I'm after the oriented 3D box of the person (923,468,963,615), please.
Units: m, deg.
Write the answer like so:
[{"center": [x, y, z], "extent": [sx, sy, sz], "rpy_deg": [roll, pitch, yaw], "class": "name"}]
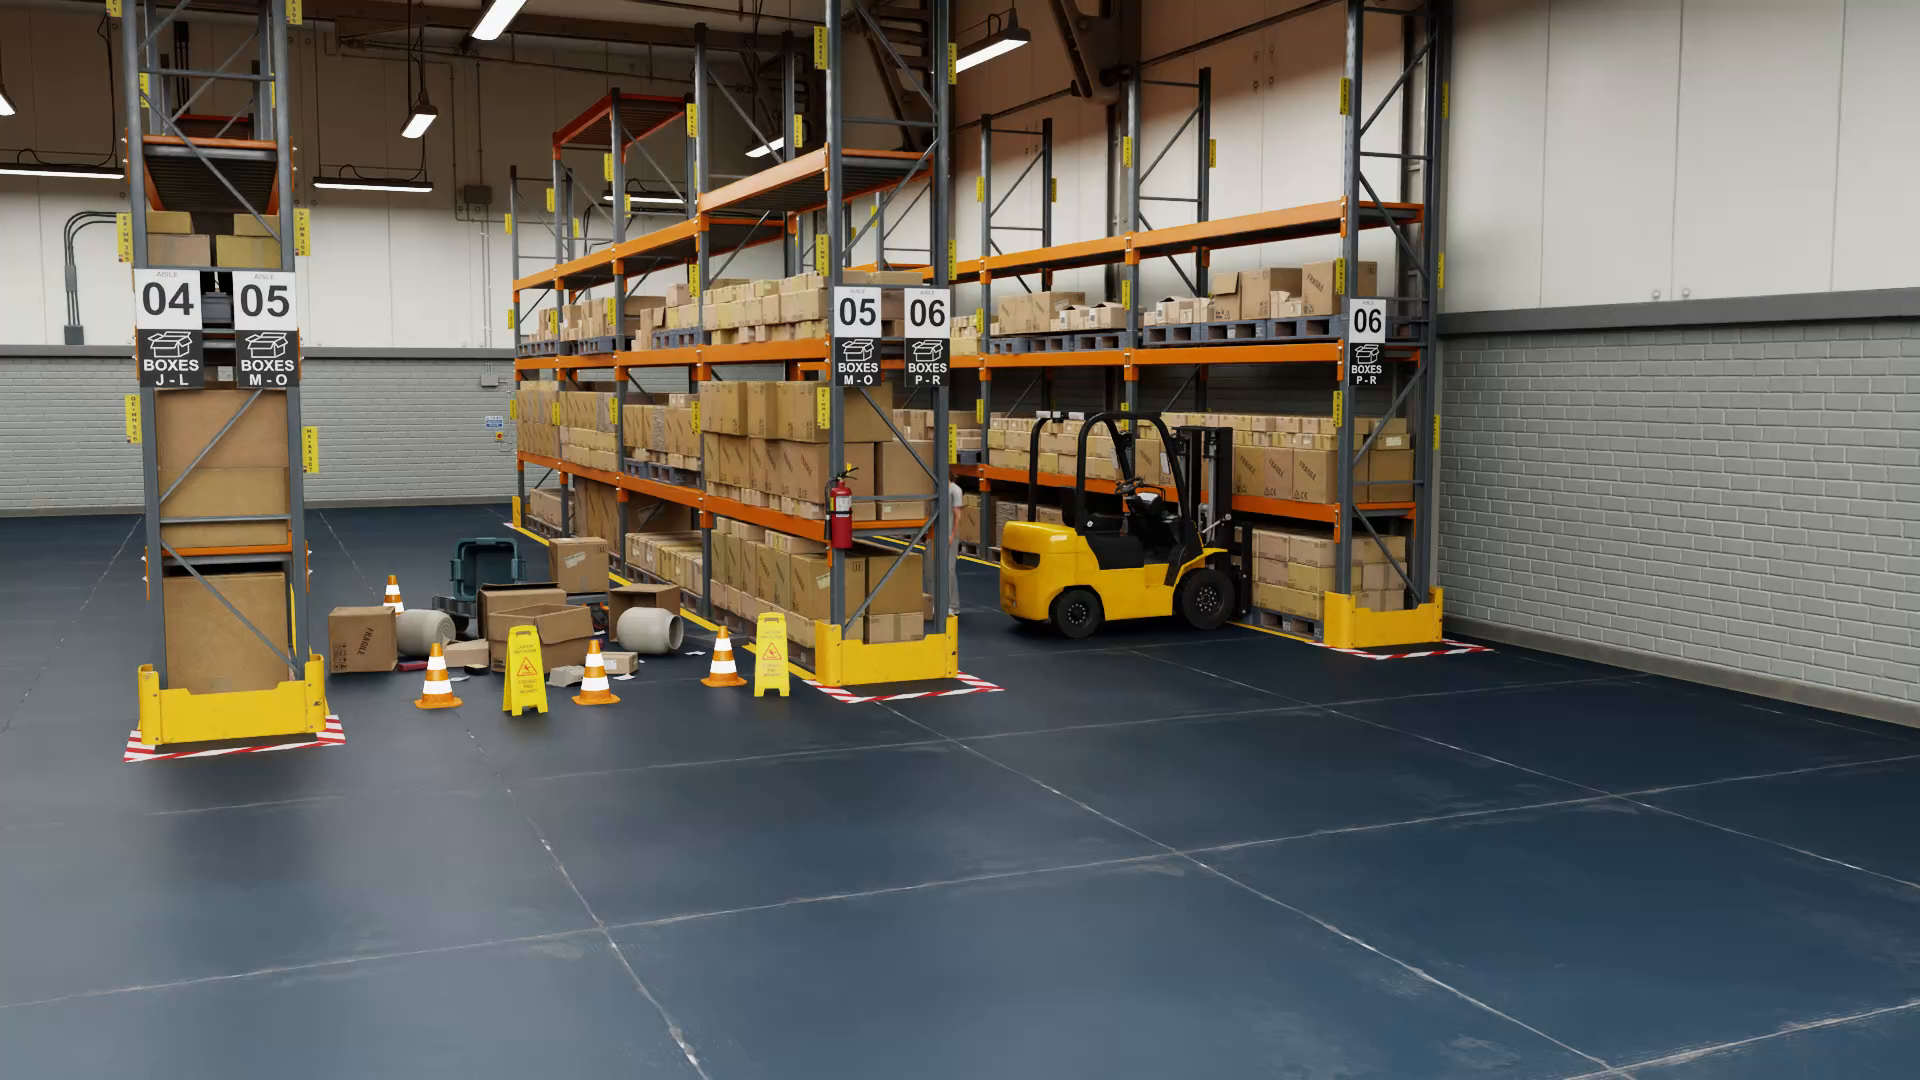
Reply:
[{"center": [-0.171, -0.023, 17.462], "extent": [0.458, 1.637, 0.370], "rpy_deg": [4, 7, 38], "class": "person"}]
